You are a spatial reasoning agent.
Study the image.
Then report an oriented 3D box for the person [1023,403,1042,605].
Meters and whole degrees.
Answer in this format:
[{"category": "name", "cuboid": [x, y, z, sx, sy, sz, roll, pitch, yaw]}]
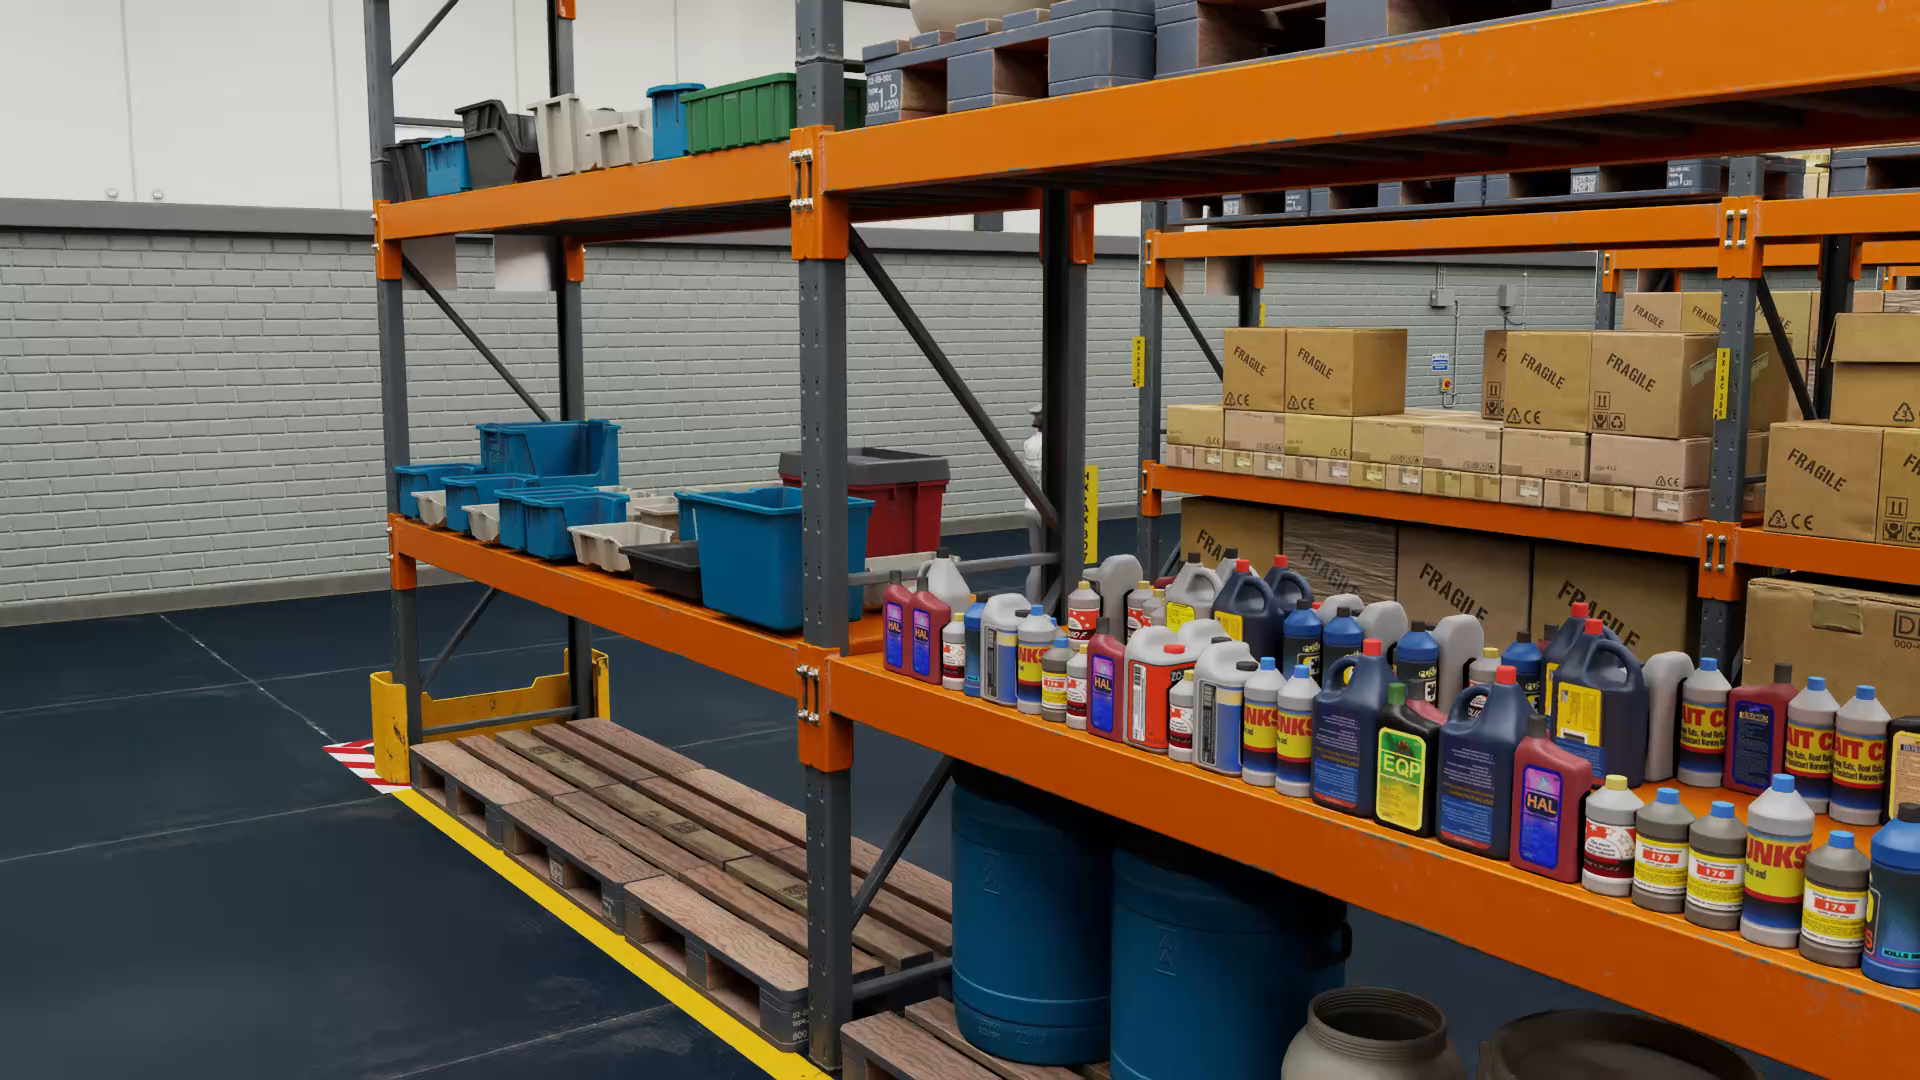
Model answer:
[{"category": "person", "cuboid": [0.647, -0.171, 12.002, 0.339, 1.679, 0.436, -4, 9, -27]}]
